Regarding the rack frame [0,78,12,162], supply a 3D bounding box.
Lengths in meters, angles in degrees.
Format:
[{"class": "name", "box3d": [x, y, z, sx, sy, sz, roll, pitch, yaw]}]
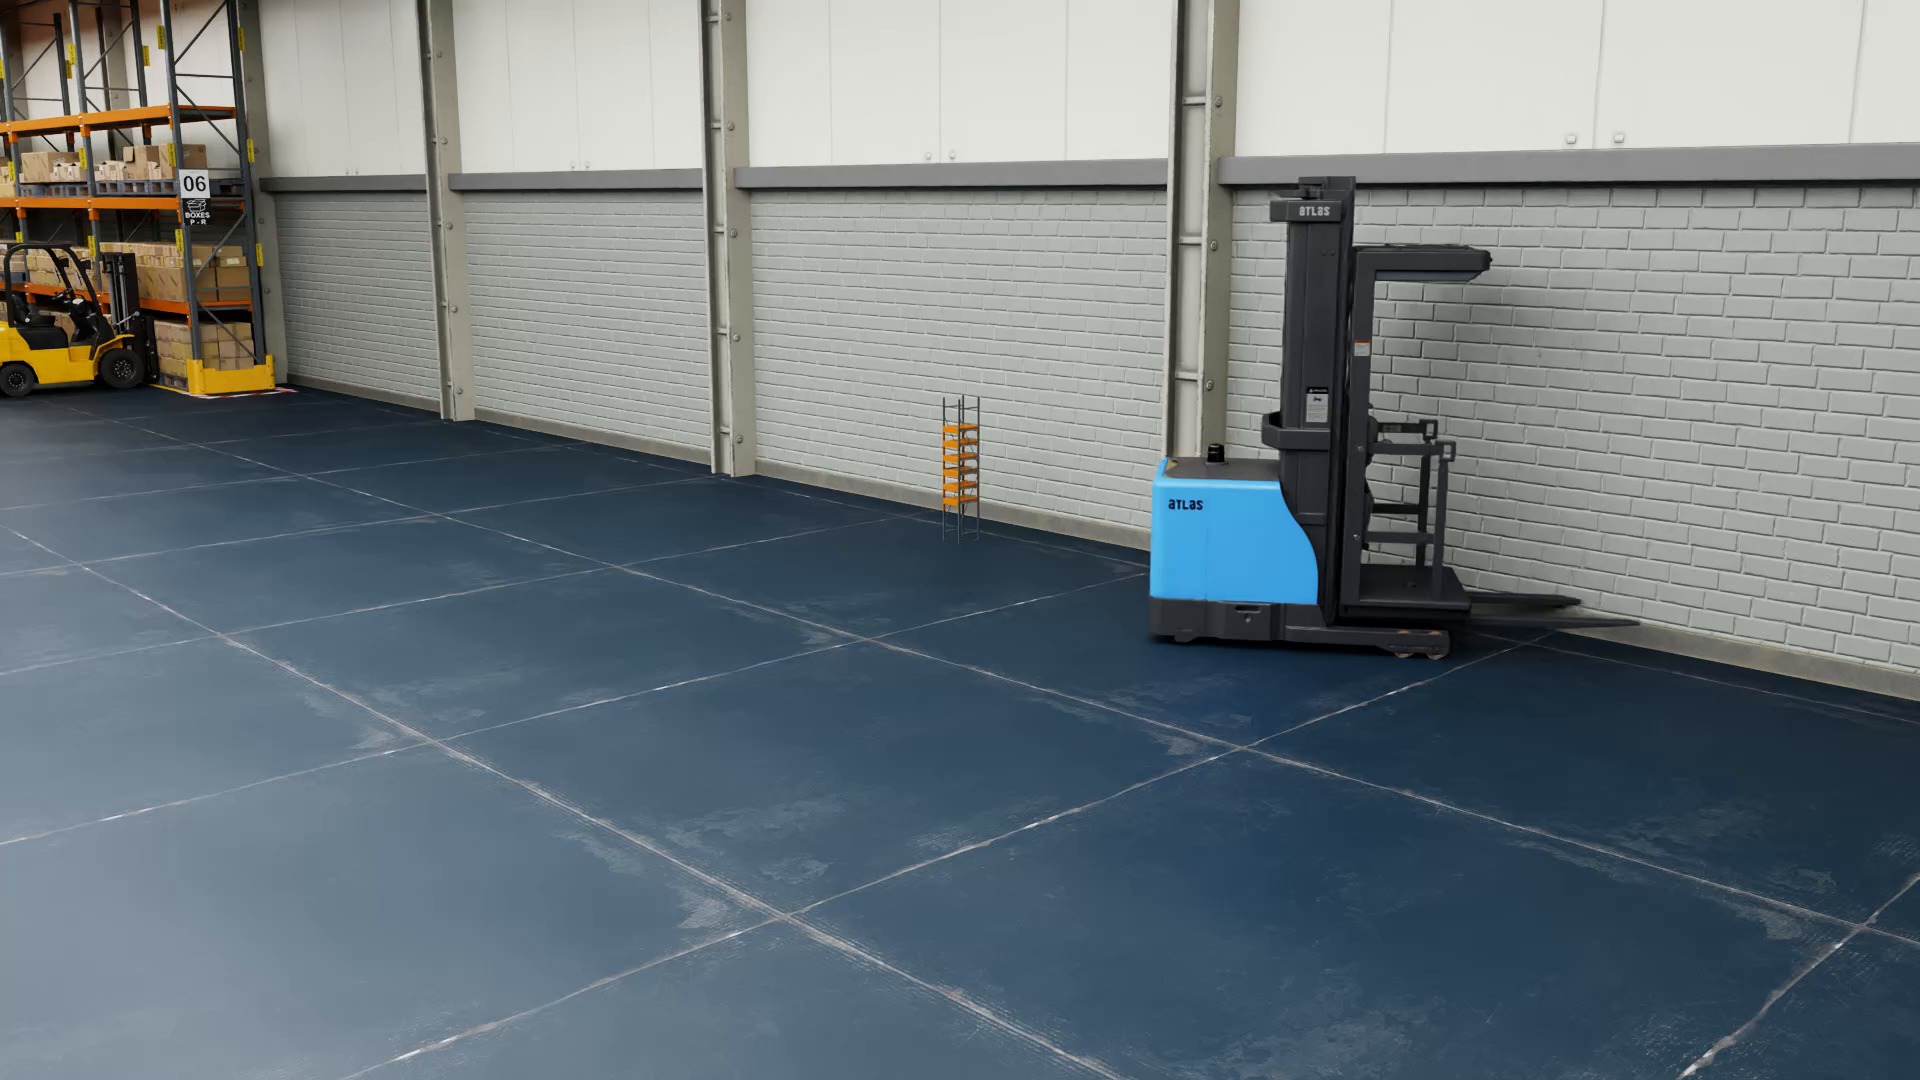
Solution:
[{"class": "rack frame", "box3d": [-19.088, -8.377, 32.272, 1.000, 3.000, 0.127, -11, 16, -43]}]

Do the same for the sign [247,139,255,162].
[{"class": "sign", "box3d": [-10.396, -5.700, 24.350, 0.100, 0.325, 0.005, -11, 16, -43]}]

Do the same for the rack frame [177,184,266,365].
[{"class": "rack frame", "box3d": [-10.801, -3.688, 24.377, 1.000, 3.000, 0.127, -11, 16, -43]}]

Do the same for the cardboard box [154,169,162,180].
[{"class": "cardboard box", "box3d": [-11.593, -5.367, 24.429, 0.250, 0.149, 0.380, 11, 16, 44]}]

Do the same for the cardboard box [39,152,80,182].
[{"class": "cardboard box", "box3d": [-15.299, -6.340, 28.280, 0.500, 0.500, 0.500, -10, 16, -41]}]

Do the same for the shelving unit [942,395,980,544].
[{"class": "shelving unit", "box3d": [0.010, -0.586, 13.780, 0.258, 1.200, 0.189, -11, 16, -43]}]

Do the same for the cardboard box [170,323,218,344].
[{"class": "cardboard box", "box3d": [-11.345, -3.060, 24.627, 0.500, 0.250, 0.500, -10, 15, -41]}]

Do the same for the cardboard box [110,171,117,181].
[{"class": "cardboard box", "box3d": [-12.942, -5.652, 25.813, 0.380, 0.149, 0.250, -10, 15, -41]}]

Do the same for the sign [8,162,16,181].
[{"class": "sign", "box3d": [-16.720, -6.502, 29.324, 0.100, 0.325, 0.005, -11, 16, -43]}]

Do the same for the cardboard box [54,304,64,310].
[{"class": "cardboard box", "box3d": [-16.625, -4.316, 30.975, 0.380, 0.149, 0.250, -10, 15, -41]}]

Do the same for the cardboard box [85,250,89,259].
[{"class": "cardboard box", "box3d": [-14.282, -4.735, 27.606, 0.380, 0.149, 0.250, -11, 16, -43]}]

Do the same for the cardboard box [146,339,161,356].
[{"class": "cardboard box", "box3d": [-12.074, -2.966, 25.409, 0.500, 0.250, 0.500, -11, 16, -44]}]

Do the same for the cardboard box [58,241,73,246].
[{"class": "cardboard box", "box3d": [-16.568, -5.207, 30.462, 0.500, 0.500, 0.500, -10, 15, -40]}]

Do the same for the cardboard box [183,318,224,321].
[{"class": "cardboard box", "box3d": [-11.681, -3.280, 25.693, 0.500, 0.250, 0.500, -11, 16, -43]}]

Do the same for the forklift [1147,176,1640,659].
[{"class": "forklift", "box3d": [2.768, -0.814, 10.597, 3.031, 2.935, 1.130, 2, 12, 9]}]

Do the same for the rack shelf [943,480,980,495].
[{"class": "rack shelf", "box3d": [0.010, -0.424, 13.813, 0.258, 0.103, 0.180, -11, 16, -43]}]

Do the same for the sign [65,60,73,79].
[{"class": "sign", "box3d": [-15.927, -8.406, 29.707, 0.100, 0.325, 0.005, -11, 16, -43]}]

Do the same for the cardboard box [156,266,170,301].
[{"class": "cardboard box", "box3d": [-11.682, -3.849, 24.912, 0.500, 0.500, 0.500, -10, 15, -41]}]

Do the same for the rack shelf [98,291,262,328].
[{"class": "rack shelf", "box3d": [-12.182, -3.627, 25.867, 1.077, 0.370, 4.000, -11, 16, -43]}]

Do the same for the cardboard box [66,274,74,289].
[{"class": "cardboard box", "box3d": [-14.773, -4.384, 28.131, 0.500, 0.250, 0.500, -11, 16, -42]}]

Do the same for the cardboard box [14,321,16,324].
[{"class": "cardboard box", "box3d": [-17.475, -4.019, 31.139, 0.500, 0.500, 0.500, -10, 15, -40]}]

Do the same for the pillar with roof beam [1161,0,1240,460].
[{"class": "pillar with roof beam", "box3d": [-1.313, -3.626, 9.212, 9.100, 9.000, 0.400, -11, 16, -43]}]

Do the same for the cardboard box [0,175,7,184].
[{"class": "cardboard box", "box3d": [-17.276, -6.577, 30.352, 0.380, 0.149, 0.250, -11, 16, -43]}]

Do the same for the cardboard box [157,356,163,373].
[{"class": "cardboard box", "box3d": [-12.030, -2.719, 25.451, 0.500, 0.250, 0.500, -11, 16, -42]}]

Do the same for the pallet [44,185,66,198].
[{"class": "pallet", "box3d": [-15.018, -5.983, 28.550, 1.003, 0.211, 1.213, -10, 15, -40]}]

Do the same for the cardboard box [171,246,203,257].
[{"class": "cardboard box", "box3d": [-11.394, -4.255, 24.537, 0.380, 0.149, 0.250, -11, 16, -42]}]

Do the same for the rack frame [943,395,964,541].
[{"class": "rack frame", "box3d": [-0.053, -0.599, 13.845, 0.240, 1.200, 0.006, -11, 16, -43]}]

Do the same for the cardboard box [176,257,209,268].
[{"class": "cardboard box", "box3d": [-11.243, -4.066, 24.358, 0.380, 0.149, 0.250, -11, 16, -42]}]

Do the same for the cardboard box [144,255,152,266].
[{"class": "cardboard box", "box3d": [-12.147, -4.250, 25.250, 0.380, 0.149, 0.250, -11, 16, -42]}]

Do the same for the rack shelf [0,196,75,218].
[{"class": "rack shelf", "box3d": [-17.707, -6.264, 31.231, 1.077, 0.370, 4.000, -11, 16, -43]}]

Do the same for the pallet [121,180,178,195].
[{"class": "pallet", "box3d": [-12.117, -5.398, 25.466, 1.003, 0.211, 1.213, -11, 16, -43]}]

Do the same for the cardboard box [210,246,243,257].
[{"class": "cardboard box", "box3d": [-10.879, -4.279, 24.654, 0.380, 0.149, 0.250, -11, 16, -44]}]

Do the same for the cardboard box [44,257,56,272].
[{"class": "cardboard box", "box3d": [-15.503, -4.776, 28.791, 0.500, 0.250, 0.500, 11, 16, 44]}]

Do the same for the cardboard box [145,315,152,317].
[{"class": "cardboard box", "box3d": [-13.110, -3.430, 26.421, 0.500, 0.250, 0.500, -11, 16, -42]}]

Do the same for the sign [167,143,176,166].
[{"class": "sign", "box3d": [-11.203, -5.478, 23.636, 0.100, 0.325, 0.005, -11, 16, -43]}]

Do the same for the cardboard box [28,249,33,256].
[{"class": "cardboard box", "box3d": [-16.319, -5.134, 29.544, 0.380, 0.149, 0.250, -10, 15, -41]}]
